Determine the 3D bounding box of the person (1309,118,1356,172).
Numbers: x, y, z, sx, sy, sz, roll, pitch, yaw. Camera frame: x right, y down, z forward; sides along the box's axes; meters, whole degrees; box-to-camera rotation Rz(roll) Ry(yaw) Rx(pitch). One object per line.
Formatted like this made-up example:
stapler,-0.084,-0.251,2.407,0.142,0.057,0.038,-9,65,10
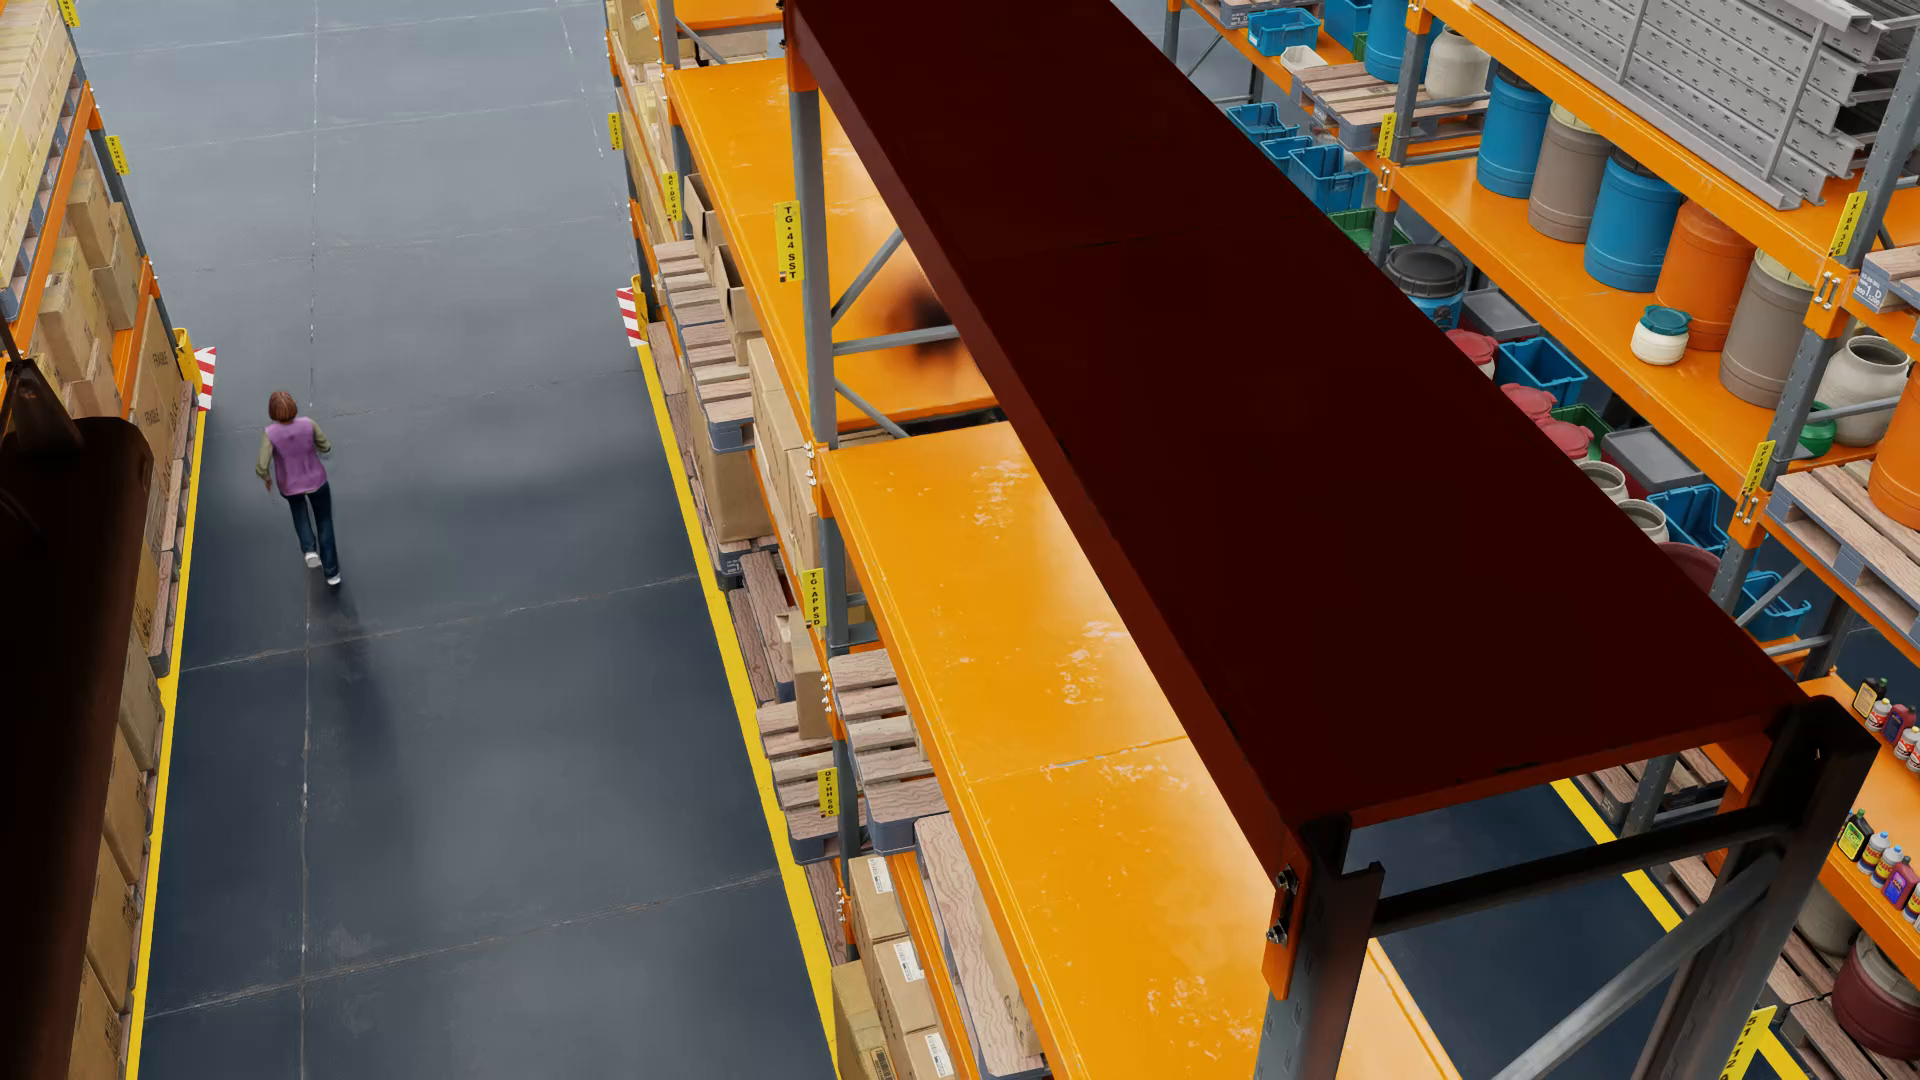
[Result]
person,3.691,-3.771,16.155,0.654,1.777,0.800,-18,42,-21

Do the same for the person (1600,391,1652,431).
person,5.224,-1.082,12.820,0.586,1.646,0.891,-13,40,-16

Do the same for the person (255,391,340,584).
person,-4.775,-0.416,12.059,0.510,1.578,0.644,-14,40,-17
